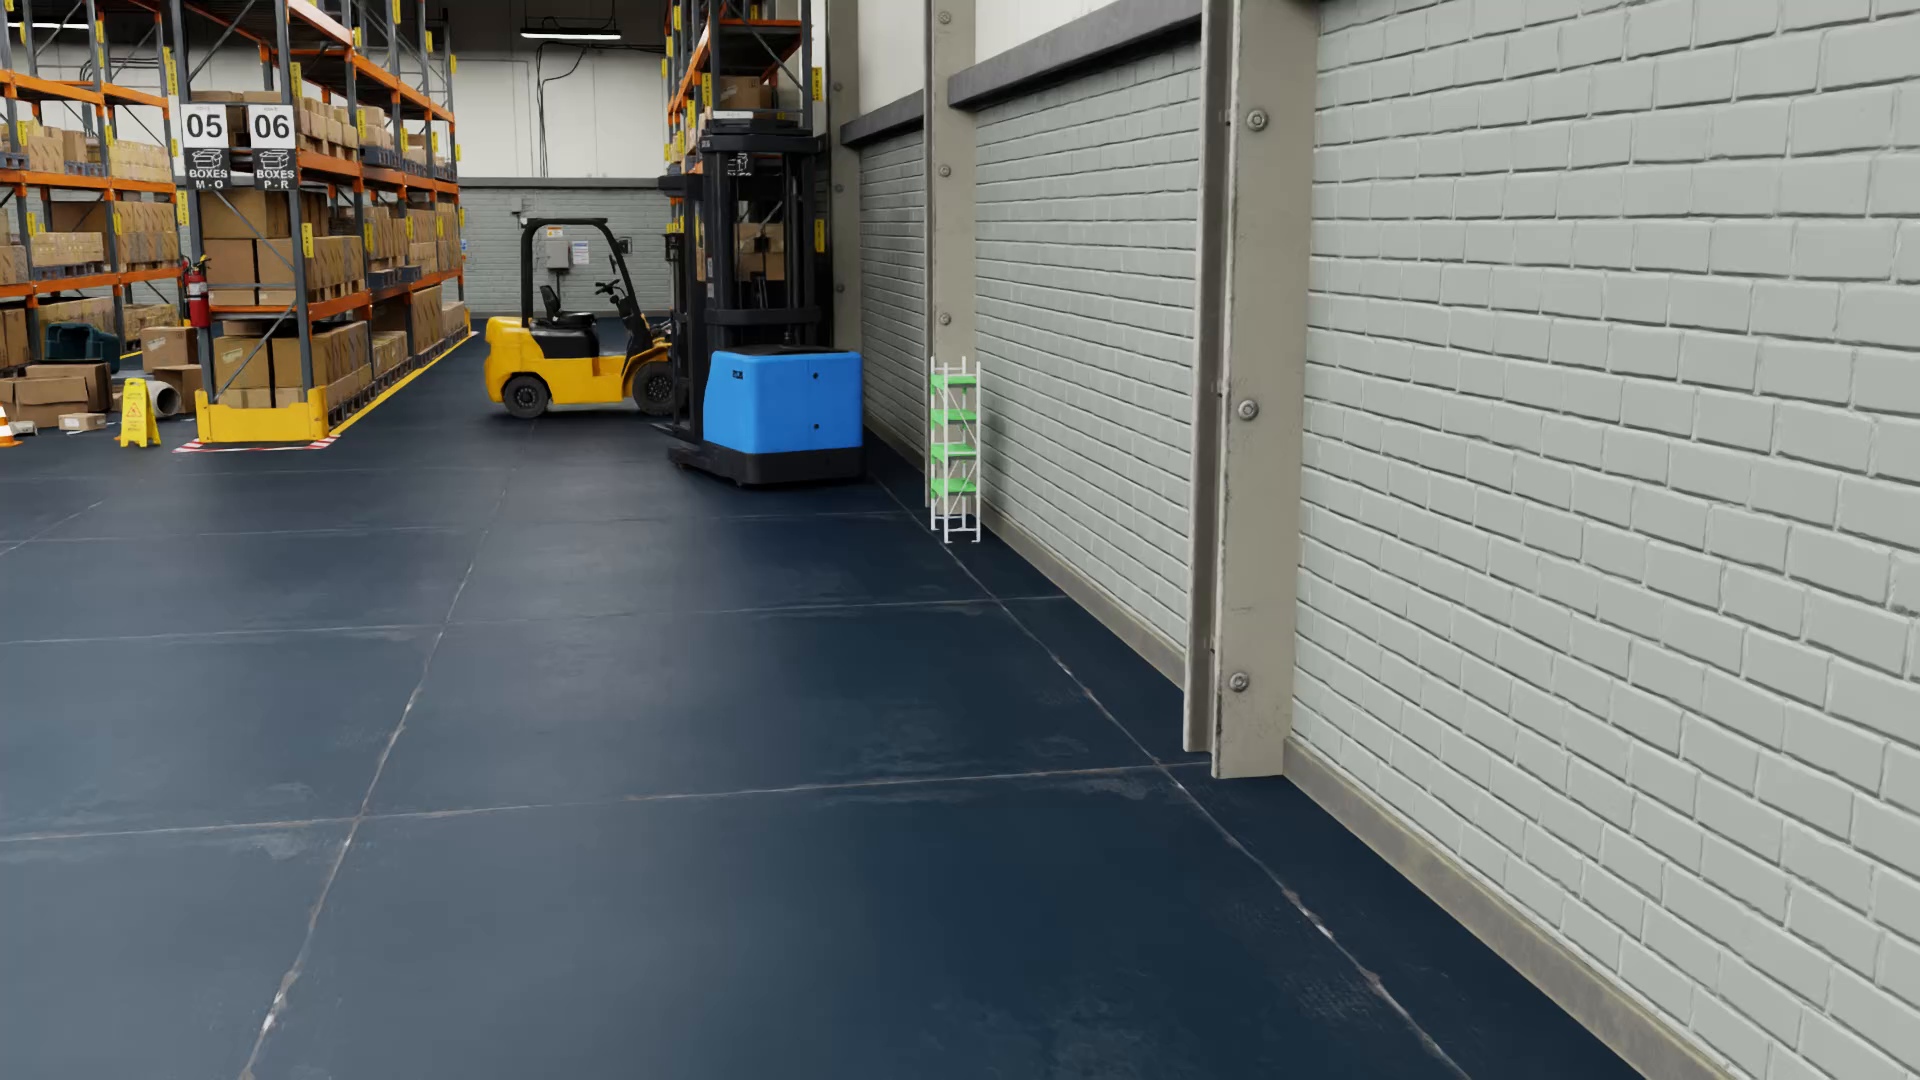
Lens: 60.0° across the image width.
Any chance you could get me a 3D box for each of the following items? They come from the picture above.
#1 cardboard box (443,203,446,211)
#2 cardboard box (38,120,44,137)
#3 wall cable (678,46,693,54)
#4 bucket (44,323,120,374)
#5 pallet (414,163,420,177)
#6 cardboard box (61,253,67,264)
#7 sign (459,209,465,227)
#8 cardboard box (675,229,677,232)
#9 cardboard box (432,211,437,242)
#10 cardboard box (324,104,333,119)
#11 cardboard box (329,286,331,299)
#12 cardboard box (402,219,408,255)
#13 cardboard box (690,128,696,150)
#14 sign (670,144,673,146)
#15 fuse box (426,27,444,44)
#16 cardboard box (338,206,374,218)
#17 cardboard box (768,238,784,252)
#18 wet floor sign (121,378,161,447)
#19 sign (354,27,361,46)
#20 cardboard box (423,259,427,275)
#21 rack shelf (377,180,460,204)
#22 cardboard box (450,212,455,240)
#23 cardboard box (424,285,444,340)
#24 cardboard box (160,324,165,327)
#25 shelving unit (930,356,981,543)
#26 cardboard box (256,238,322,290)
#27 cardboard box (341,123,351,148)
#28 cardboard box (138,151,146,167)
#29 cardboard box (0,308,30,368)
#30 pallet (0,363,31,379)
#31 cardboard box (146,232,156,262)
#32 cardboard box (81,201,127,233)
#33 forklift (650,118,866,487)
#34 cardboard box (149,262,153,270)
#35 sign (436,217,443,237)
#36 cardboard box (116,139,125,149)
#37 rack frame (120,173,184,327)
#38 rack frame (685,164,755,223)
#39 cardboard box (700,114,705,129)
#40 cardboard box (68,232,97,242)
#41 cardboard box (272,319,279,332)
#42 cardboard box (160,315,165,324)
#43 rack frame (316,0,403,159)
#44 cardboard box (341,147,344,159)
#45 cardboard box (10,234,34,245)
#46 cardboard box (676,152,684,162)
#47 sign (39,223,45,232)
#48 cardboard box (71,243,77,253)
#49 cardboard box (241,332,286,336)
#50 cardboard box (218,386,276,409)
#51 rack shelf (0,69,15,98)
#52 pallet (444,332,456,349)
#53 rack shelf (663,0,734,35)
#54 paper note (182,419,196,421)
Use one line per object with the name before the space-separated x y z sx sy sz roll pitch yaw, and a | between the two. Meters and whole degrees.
cardboard box | -9.275 -5.865 29.312 0.380 0.149 0.250 -2 11 -11
cardboard box | -13.246 -5.849 23.569 0.396 0.266 0.258 -2 11 -11
wall cable | -4.942 -12.335 37.060 2.988 3.039 0.133 -2 11 -11
bucket | -10.183 -2.190 19.372 0.726 0.611 0.620 2 1 9
pallet | -8.810 -5.627 25.221 1.003 0.211 1.213 -2 11 -8
cardboard box | -13.397 -4.142 24.485 0.380 0.149 0.250 -2 11 -10
sign | -9.434 -6.095 31.465 0.100 0.325 0.005 -2 11 -11
cardboard box | -4.347 -4.904 27.546 0.700 0.500 0.500 -2 11 -10
cardboard box | -8.858 -5.126 27.166 0.500 0.500 0.500 -2 11 -9
cardboard box | -6.964 -4.602 17.871 0.380 0.149 0.250 -2 11 -10
cardboard box | -6.842 -2.596 17.486 0.380 0.149 0.250 -2 11 -10
cardboard box | -8.052 -4.253 23.335 0.500 0.500 0.500 -2 11 -13
cardboard box | -3.296 -5.323 21.964 0.500 0.311 0.500 -3 11 -13
sign | -4.853 -6.546 28.163 0.100 0.325 0.005 -2 11 -11
fuse box | -11.331 -10.930 36.000 0.513 0.334 0.176 -2 11 -11
cardboard box | -7.379 -4.011 20.326 0.380 0.149 0.250 -2 11 -11
cardboard box | -1.800 -3.078 17.346 0.380 0.149 0.250 -2 11 -12
wet floor sign | -7.869 -1.228 15.920 0.267 0.644 0.232 2 11 9
sign | -9.740 -8.127 26.905 0.100 0.325 0.005 -2 11 -11
cardboard box | -8.574 -4.231 25.803 0.500 0.250 0.500 -2 11 -11
rack shelf | -9.580 -6.146 29.365 1.077 0.370 4.000 -2 11 -11
cardboard box | -9.418 -5.667 30.008 0.500 0.500 0.500 -2 11 -11
cardboard box | -8.992 -3.710 27.228 0.875 0.875 0.875 -2 11 -9
cardboard box | -14.209 -3.726 29.253 0.380 0.149 0.250 -3 11 -14
shelving unit | -0.032 -0.620 11.244 0.258 1.200 0.503 -2 11 -11
cardboard box | -6.677 -2.750 16.560 0.500 0.500 0.500 -2 11 -12
cardboard box | -7.186 -4.574 18.787 0.500 0.250 0.500 -2 11 -12
cardboard box | -14.181 -6.483 28.279 0.500 0.250 0.500 -3 11 -13
cardboard box | -13.218 -2.713 22.320 1.050 0.750 0.750 -2 11 -12
pallet | -13.169 -2.209 22.240 1.003 0.211 1.213 -2 11 -11
cardboard box | -14.175 -5.037 28.575 0.500 0.500 0.500 -2 11 -8
cardboard box | -13.875 -5.238 26.958 0.500 0.500 0.500 -2 11 -10
forklift | -1.922 -2.100 14.390 1.130 2.935 3.031 -6 12 -28
cardboard box | -14.300 -4.781 28.967 0.380 0.149 0.250 -3 11 -13
sign | -8.660 -5.210 27.663 0.100 0.325 0.005 -2 11 -11
cardboard box | -13.976 -6.508 27.343 0.380 0.149 0.250 -2 11 -13
rack frame | -14.805 -5.194 30.462 1.000 3.000 0.127 -2 11 -11
rack frame | -3.545 -4.106 24.748 1.000 3.000 0.127 -2 11 -11
cardboard box | -2.776 -4.752 19.089 0.396 0.266 0.258 -2 11 -12
cardboard box | -13.704 -4.720 25.928 0.380 0.149 0.250 -2 11 -13
cardboard box | -7.501 -2.297 17.735 0.380 0.149 0.250 -2 11 -9
cardboard box | -14.206 -3.870 29.211 0.380 0.149 0.250 -2 11 -10
rack frame | -8.413 -6.872 23.236 1.000 3.000 0.127 -2 11 -11
cardboard box | -7.238 -4.399 18.937 0.380 0.149 0.250 -2 11 -10
cardboard box | -13.149 -4.194 23.168 0.380 0.149 0.250 -2 11 -11
cardboard box | -4.330 -6.095 26.457 0.380 0.149 0.250 -2 11 -10
sign | -14.557 -4.864 26.416 0.100 0.325 0.005 -2 11 -11
cardboard box | -13.496 -4.382 24.949 0.380 0.149 0.250 -2 11 -11
cardboard box | -7.373 -1.915 17.460 0.500 0.500 0.500 -2 11 -9
cardboard box | -7.283 -1.456 17.056 0.500 0.250 0.500 -2 11 -11
rack shelf | -12.860 -5.757 20.370 1.077 0.370 4.000 -2 11 -11
pallet | -9.262 -3.431 28.659 1.003 0.211 1.213 -2 11 -11
rack shelf | -4.712 -9.433 29.726 1.077 0.370 4.000 -2 11 -11
paper note | -8.341 -1.308 17.989 0.142 0.019 0.148 -6 13 -31
